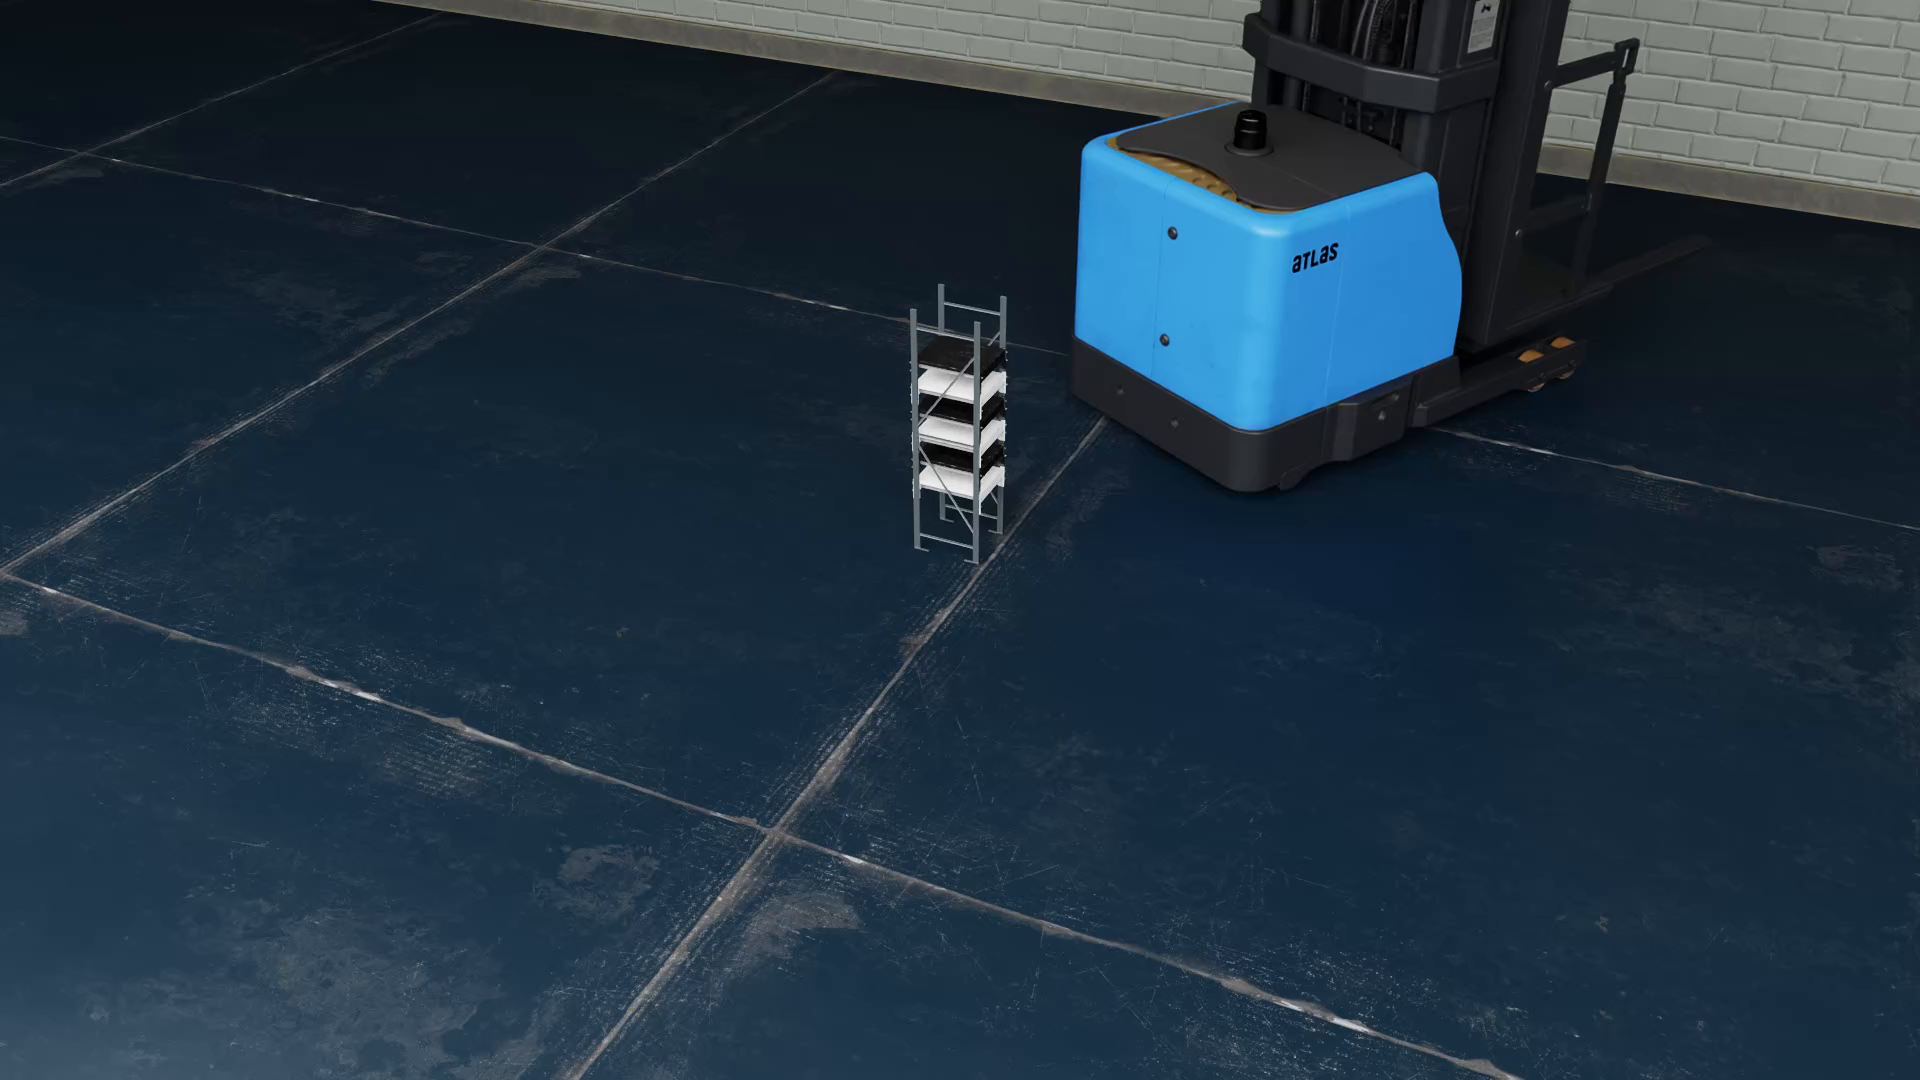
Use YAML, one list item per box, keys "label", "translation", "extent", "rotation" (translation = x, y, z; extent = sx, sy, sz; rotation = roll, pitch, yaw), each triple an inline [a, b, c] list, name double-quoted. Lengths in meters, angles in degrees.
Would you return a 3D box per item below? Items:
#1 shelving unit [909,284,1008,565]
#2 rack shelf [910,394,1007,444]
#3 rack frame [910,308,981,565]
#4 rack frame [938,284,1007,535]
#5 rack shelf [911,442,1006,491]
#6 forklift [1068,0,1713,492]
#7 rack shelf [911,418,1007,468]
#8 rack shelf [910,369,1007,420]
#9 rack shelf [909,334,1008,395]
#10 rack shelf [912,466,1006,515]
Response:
- label: "shelving unit"
  translation: [-0.003, -0.372, 5.497]
  extent: [0.258, 0.900, 0.210]
  rotation: [14, 36, 20]
- label: "rack shelf"
  translation: [-0.003, -0.420, 5.466]
  extent: [0.258, 0.077, 0.200]
  rotation: [14, 36, 20]
- label: "rack frame"
  translation: [-0.046, -0.322, 5.420]
  extent: [0.240, 0.900, 0.006]
  rotation: [14, 36, 20]
- label: "rack frame"
  translation: [0.039, -0.423, 5.574]
  extent: [0.240, 0.900, 0.006]
  rotation: [14, 36, 20]
- label: "rack shelf"
  translation: [-0.003, -0.269, 5.565]
  extent: [0.258, 0.077, 0.200]
  rotation: [14, 36, 20]
- label: "forklift"
  translation: [1.917, -2.030, 6.173]
  extent: [3.031, 2.935, 1.130]
  rotation: [-22, 39, -29]
- label: "rack shelf"
  translation: [-0.003, -0.344, 5.515]
  extent: [0.258, 0.077, 0.200]
  rotation: [14, 36, 20]
- label: "rack shelf"
  translation: [-0.003, -0.495, 5.417]
  extent: [0.258, 0.077, 0.200]
  rotation: [14, 36, 20]
- label: "rack shelf"
  translation: [-0.003, -0.570, 5.367]
  extent: [0.258, 0.077, 0.200]
  rotation: [14, 36, 20]
- label: "rack shelf"
  translation: [-0.003, -0.194, 5.614]
  extent: [0.258, 0.077, 0.200]
  rotation: [14, 36, 20]
